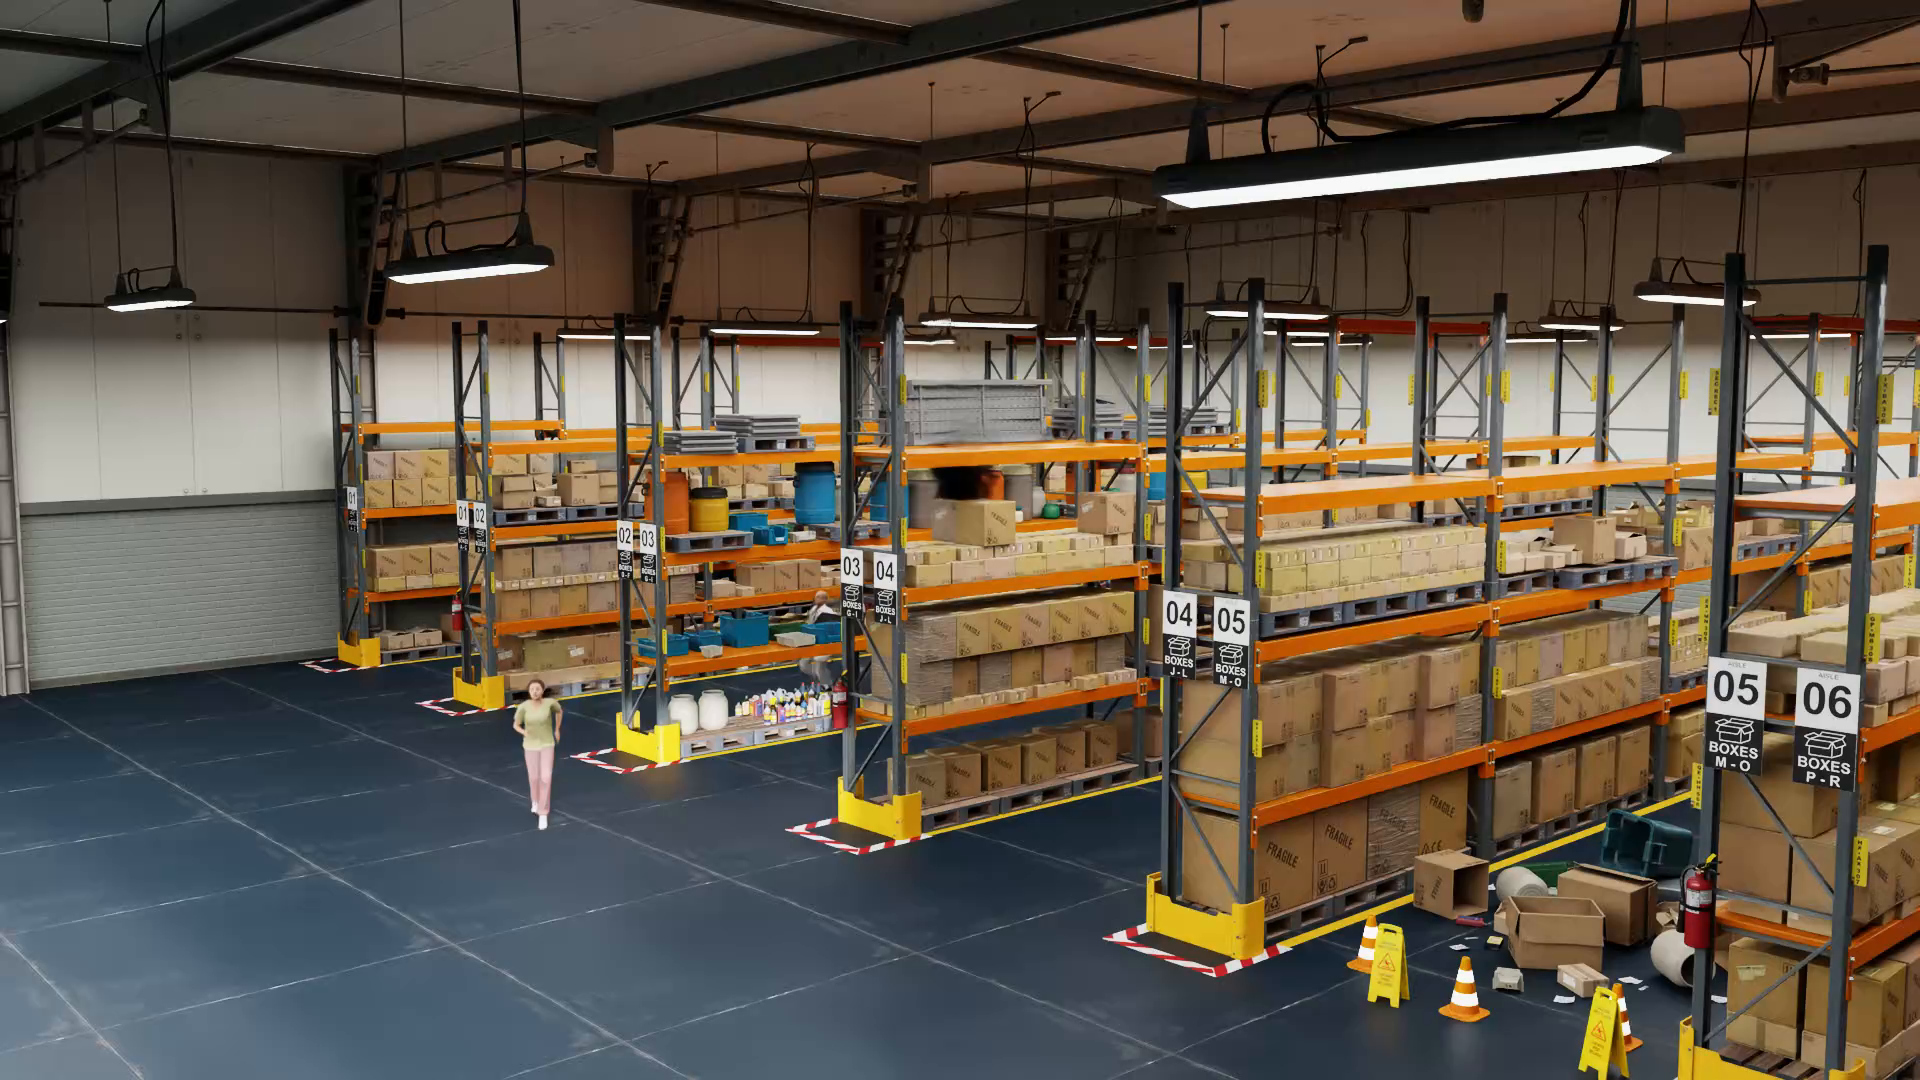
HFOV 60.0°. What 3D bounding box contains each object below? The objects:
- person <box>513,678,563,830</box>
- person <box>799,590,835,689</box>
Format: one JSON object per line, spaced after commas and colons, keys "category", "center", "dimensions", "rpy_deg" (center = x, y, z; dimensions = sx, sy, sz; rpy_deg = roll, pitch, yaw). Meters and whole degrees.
{"category": "person", "center": [-4.896, 2.435, 19.310], "dimensions": [0.536, 1.709, 0.848], "rpy_deg": [-1, 6, -7]}
{"category": "person", "center": [-2.292, 1.672, 26.563], "dimensions": [0.643, 1.737, 0.704], "rpy_deg": [-6, 8, -44]}
